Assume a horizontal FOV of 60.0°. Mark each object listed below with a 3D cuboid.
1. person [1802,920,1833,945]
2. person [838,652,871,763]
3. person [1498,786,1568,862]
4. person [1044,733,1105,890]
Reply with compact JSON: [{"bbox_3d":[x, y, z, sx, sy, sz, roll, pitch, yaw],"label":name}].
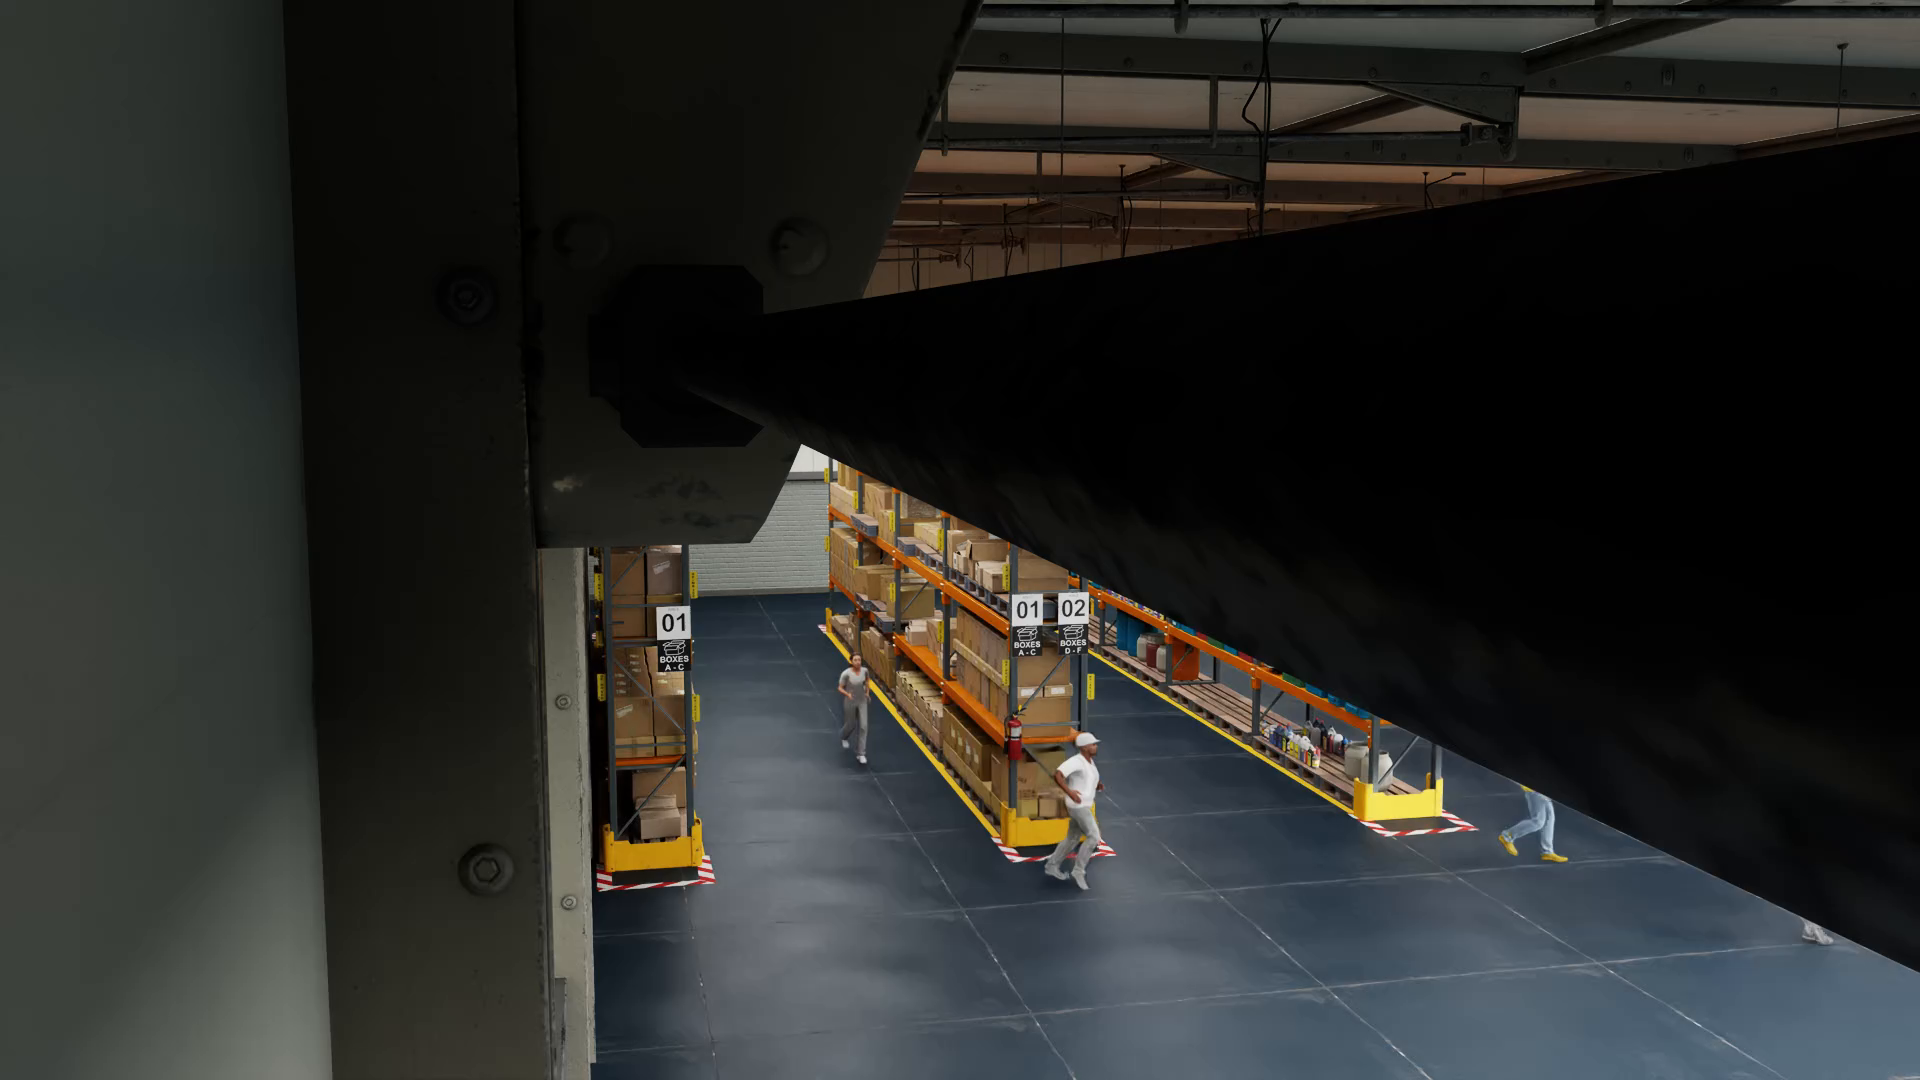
[{"bbox_3d":[9.231,3.446,17.514,0.567,1.633,0.588,2,7,17],"label":"person"},{"bbox_3d":[-1.610,2.502,25.346,0.552,1.656,0.933,-2,7,-20],"label":"person"},{"bbox_3d":[7.032,3.048,20.318,0.811,1.749,0.727,3,8,26],"label":"person"},{"bbox_3d":[1.367,3.167,19.614,0.675,1.795,0.740,2,7,14],"label":"person"}]
